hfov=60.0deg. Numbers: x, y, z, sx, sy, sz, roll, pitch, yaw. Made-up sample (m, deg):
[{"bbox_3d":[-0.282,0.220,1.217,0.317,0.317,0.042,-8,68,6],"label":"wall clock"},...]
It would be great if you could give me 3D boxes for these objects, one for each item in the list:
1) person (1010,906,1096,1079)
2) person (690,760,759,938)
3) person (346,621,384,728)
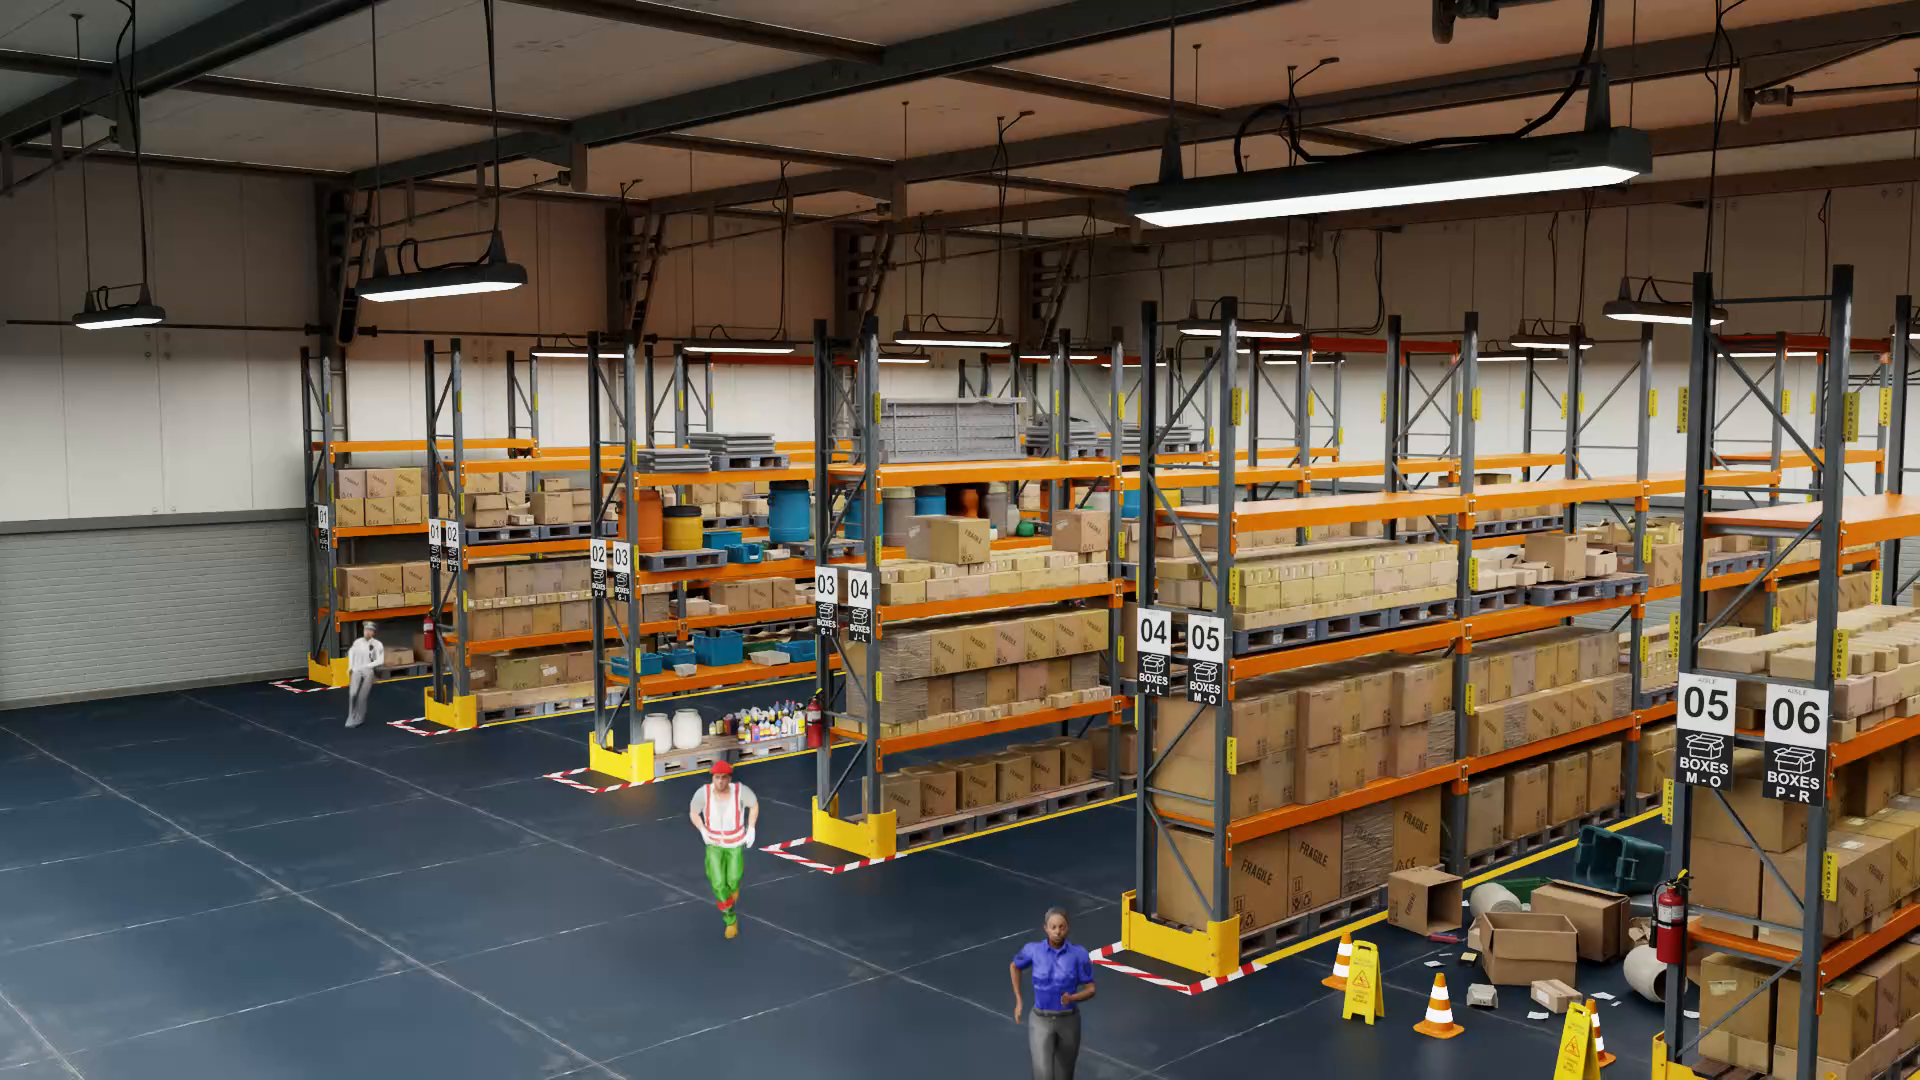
[{"bbox_3d":[0.641,3.347,11.341,0.545,1.720,0.752,-1,5,-6],"label":"person"},{"bbox_3d":[-2.265,2.924,15.985,0.637,1.735,0.779,0,5,-1],"label":"person"},{"bbox_3d":[-9.191,2.065,25.683,0.598,1.630,0.632,-1,5,-6],"label":"person"}]
